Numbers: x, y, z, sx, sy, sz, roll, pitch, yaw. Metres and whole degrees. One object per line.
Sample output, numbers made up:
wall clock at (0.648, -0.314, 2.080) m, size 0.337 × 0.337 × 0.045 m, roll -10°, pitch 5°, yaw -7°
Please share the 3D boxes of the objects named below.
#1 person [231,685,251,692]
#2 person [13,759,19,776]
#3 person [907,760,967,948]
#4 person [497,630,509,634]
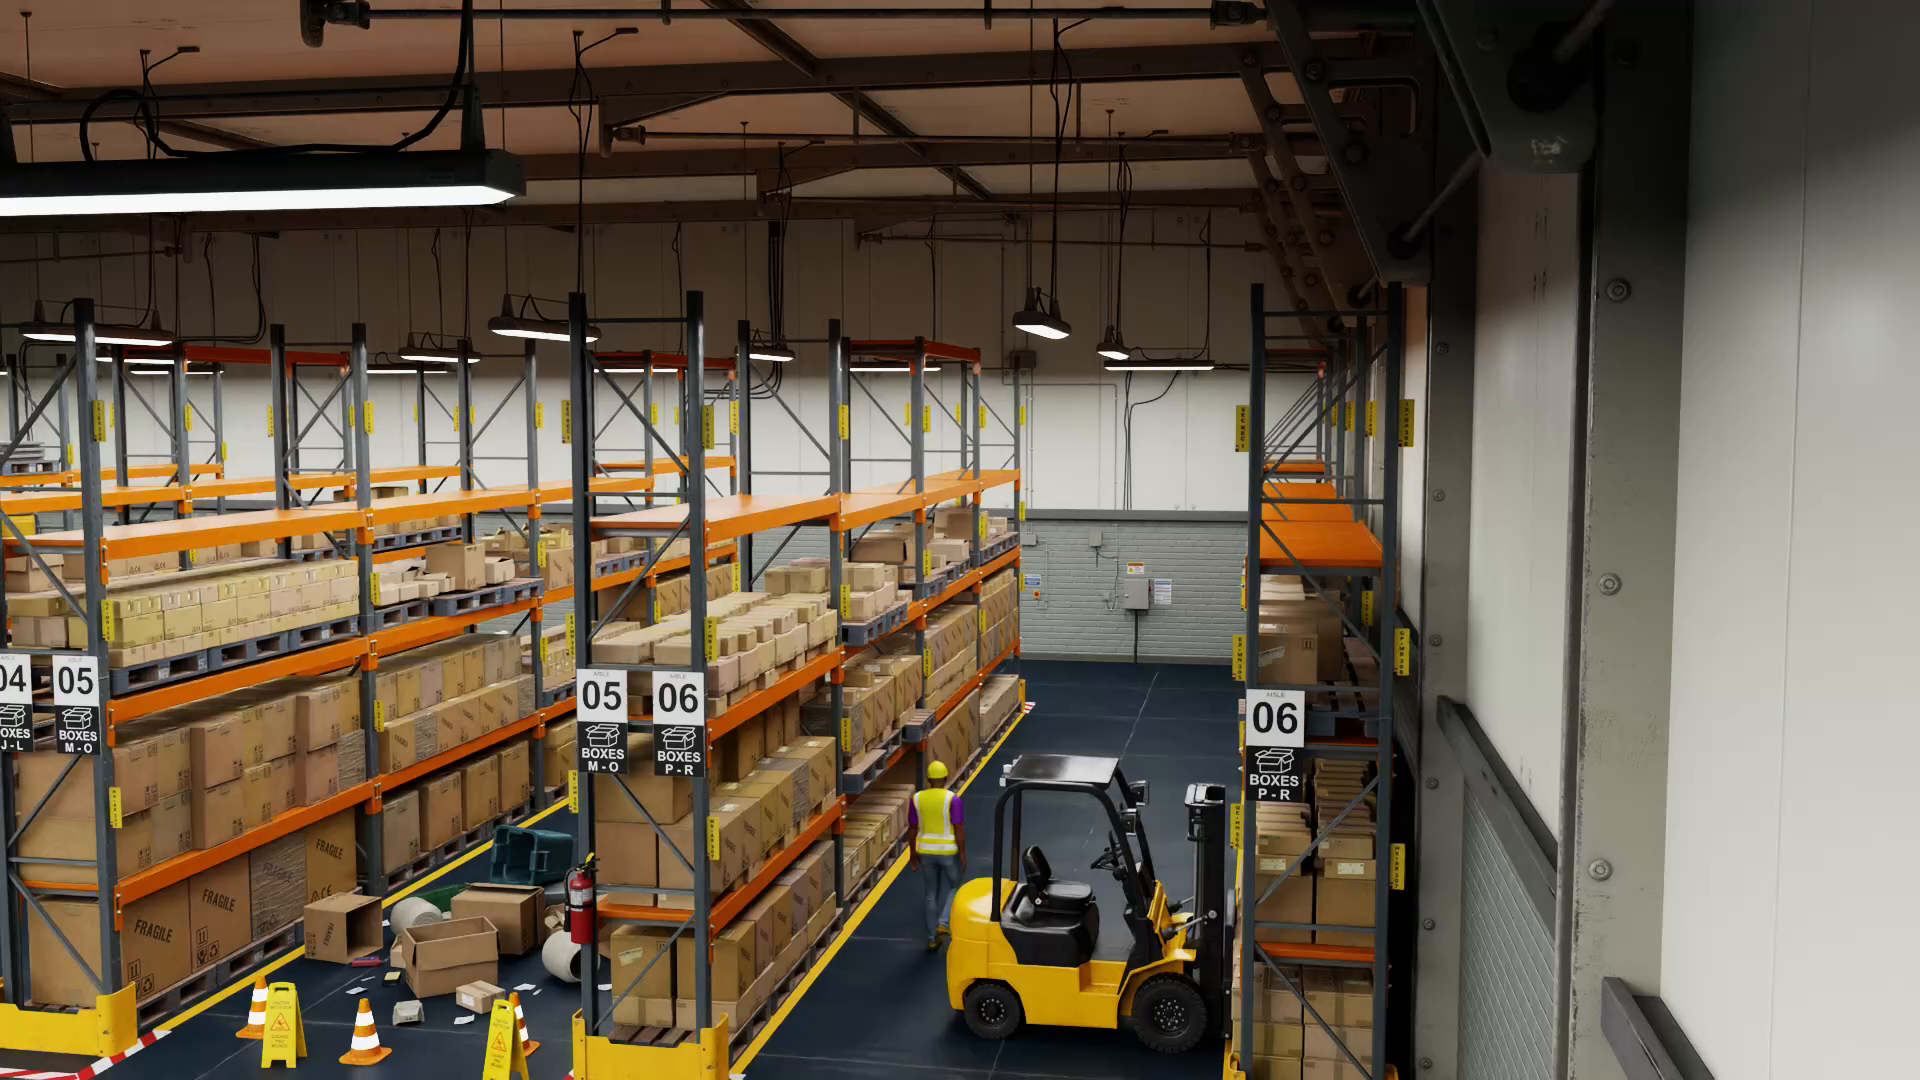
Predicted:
person at (-9.290, 2.529, 21.594) m, size 0.565 × 1.777 × 0.469 m, roll 3°, pitch 5°, yaw 32°
person at (-12.403, 2.540, 22.139) m, size 0.559 × 1.737 × 0.721 m, roll 0°, pitch 5°, yaw -5°
person at (-0.217, 3.002, 15.918) m, size 0.611 × 1.754 × 0.497 m, roll 2°, pitch 5°, yaw 19°
person at (-6.991, 2.242, 25.482) m, size 0.524 × 1.717 × 0.967 m, roll 0°, pitch 5°, yaw -1°
